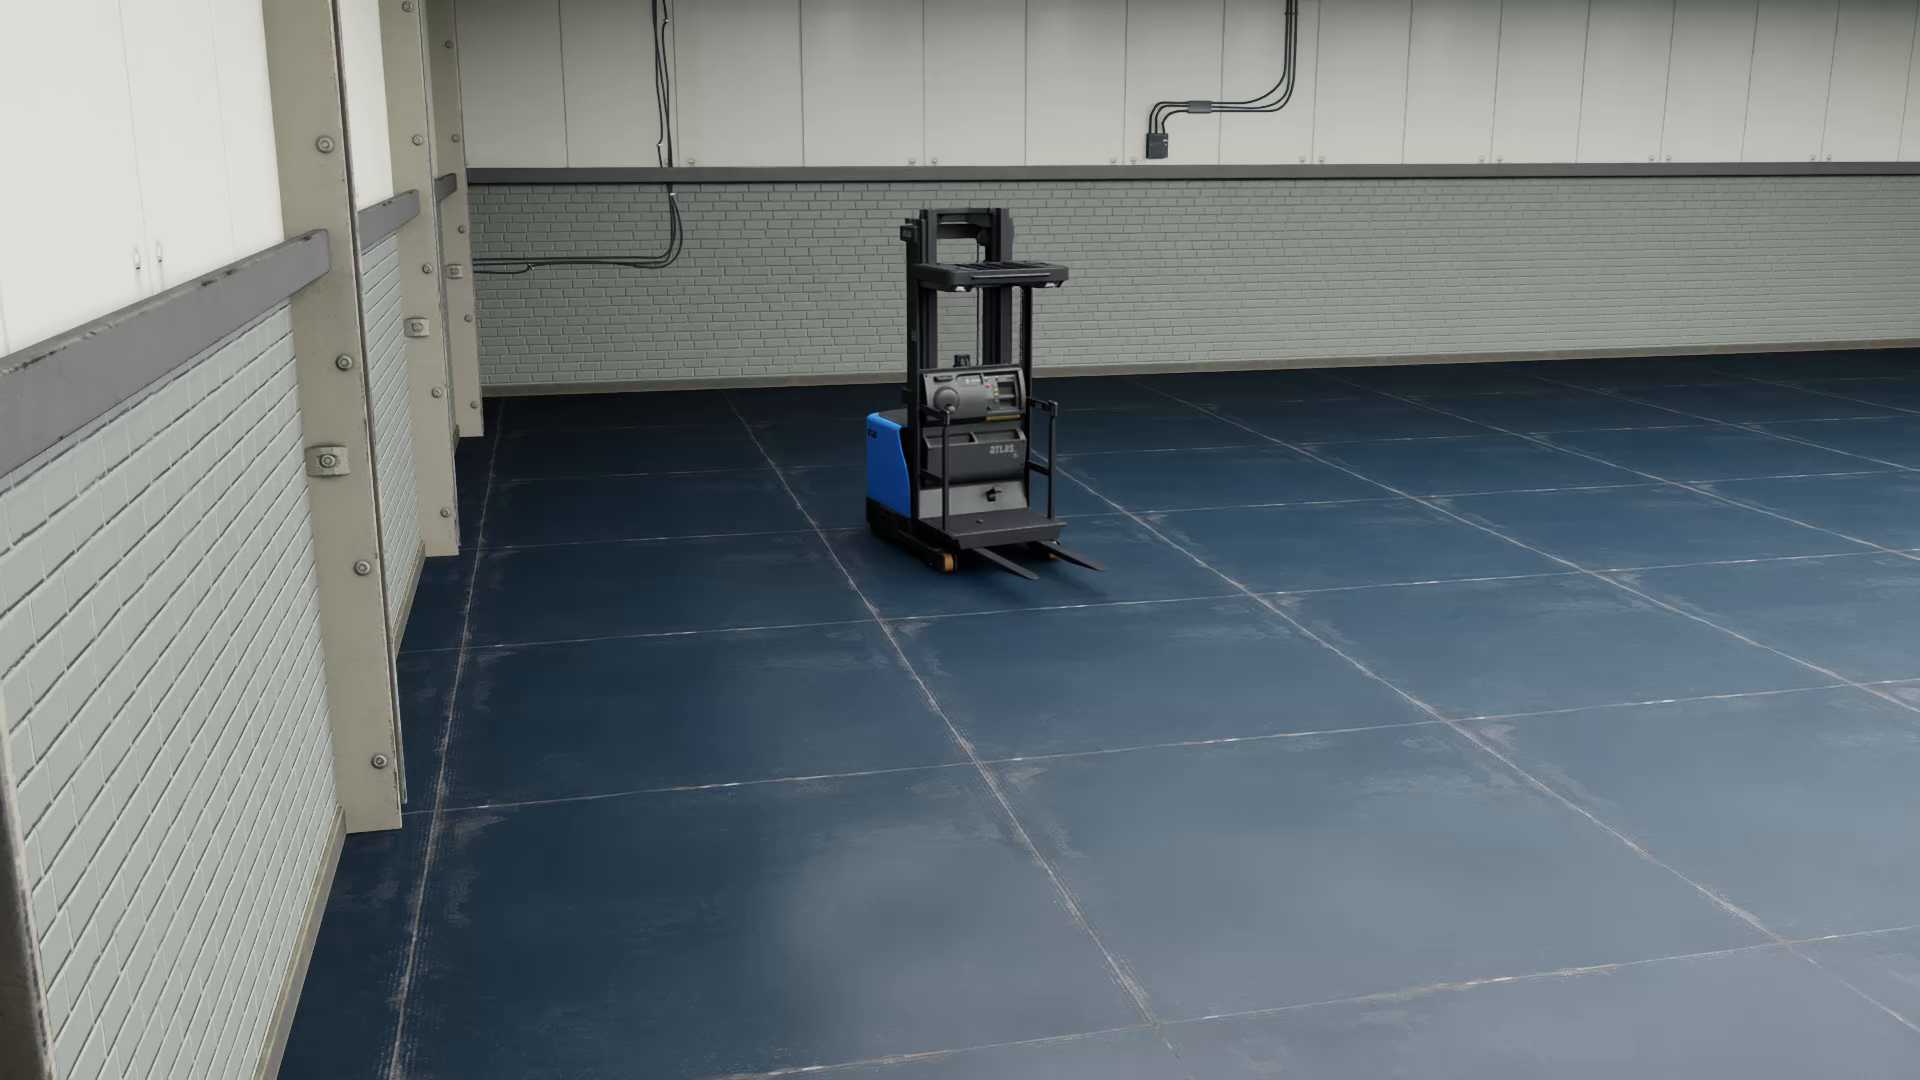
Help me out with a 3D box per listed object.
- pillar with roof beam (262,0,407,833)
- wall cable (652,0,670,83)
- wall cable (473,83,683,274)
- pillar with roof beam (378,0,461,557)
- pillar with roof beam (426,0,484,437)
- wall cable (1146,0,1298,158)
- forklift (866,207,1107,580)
[{"bbox_3d":[1.053,-3.135,8.798,9.100,9.000,0.400,-3,14,-13],"label":"pillar with roof beam"},{"bbox_3d":[-2.727,-7.512,22.616,3.097,2.526,0.112,-3,14,-13],"label":"wall cable"},{"bbox_3d":[-5.356,-4.908,22.598,3.097,2.526,0.112,-3,14,-13],"label":"wall cable"},{"bbox_3d":[-0.356,-4.519,14.463,9.100,9.000,0.400,-3,14,-13],"label":"pillar with roof beam"},{"bbox_3d":[-1.765,-5.903,20.129,9.100,9.000,0.400,-3,14,-13],"label":"pillar with roof beam"},{"bbox_3d":[3.875,-8.594,23.977,2.305,6.003,0.169,-3,14,-13],"label":"wall cable"},{"bbox_3d":[0.215,-1.267,13.936,1.130,2.935,3.031,-6,15,-24],"label":"forklift"}]
